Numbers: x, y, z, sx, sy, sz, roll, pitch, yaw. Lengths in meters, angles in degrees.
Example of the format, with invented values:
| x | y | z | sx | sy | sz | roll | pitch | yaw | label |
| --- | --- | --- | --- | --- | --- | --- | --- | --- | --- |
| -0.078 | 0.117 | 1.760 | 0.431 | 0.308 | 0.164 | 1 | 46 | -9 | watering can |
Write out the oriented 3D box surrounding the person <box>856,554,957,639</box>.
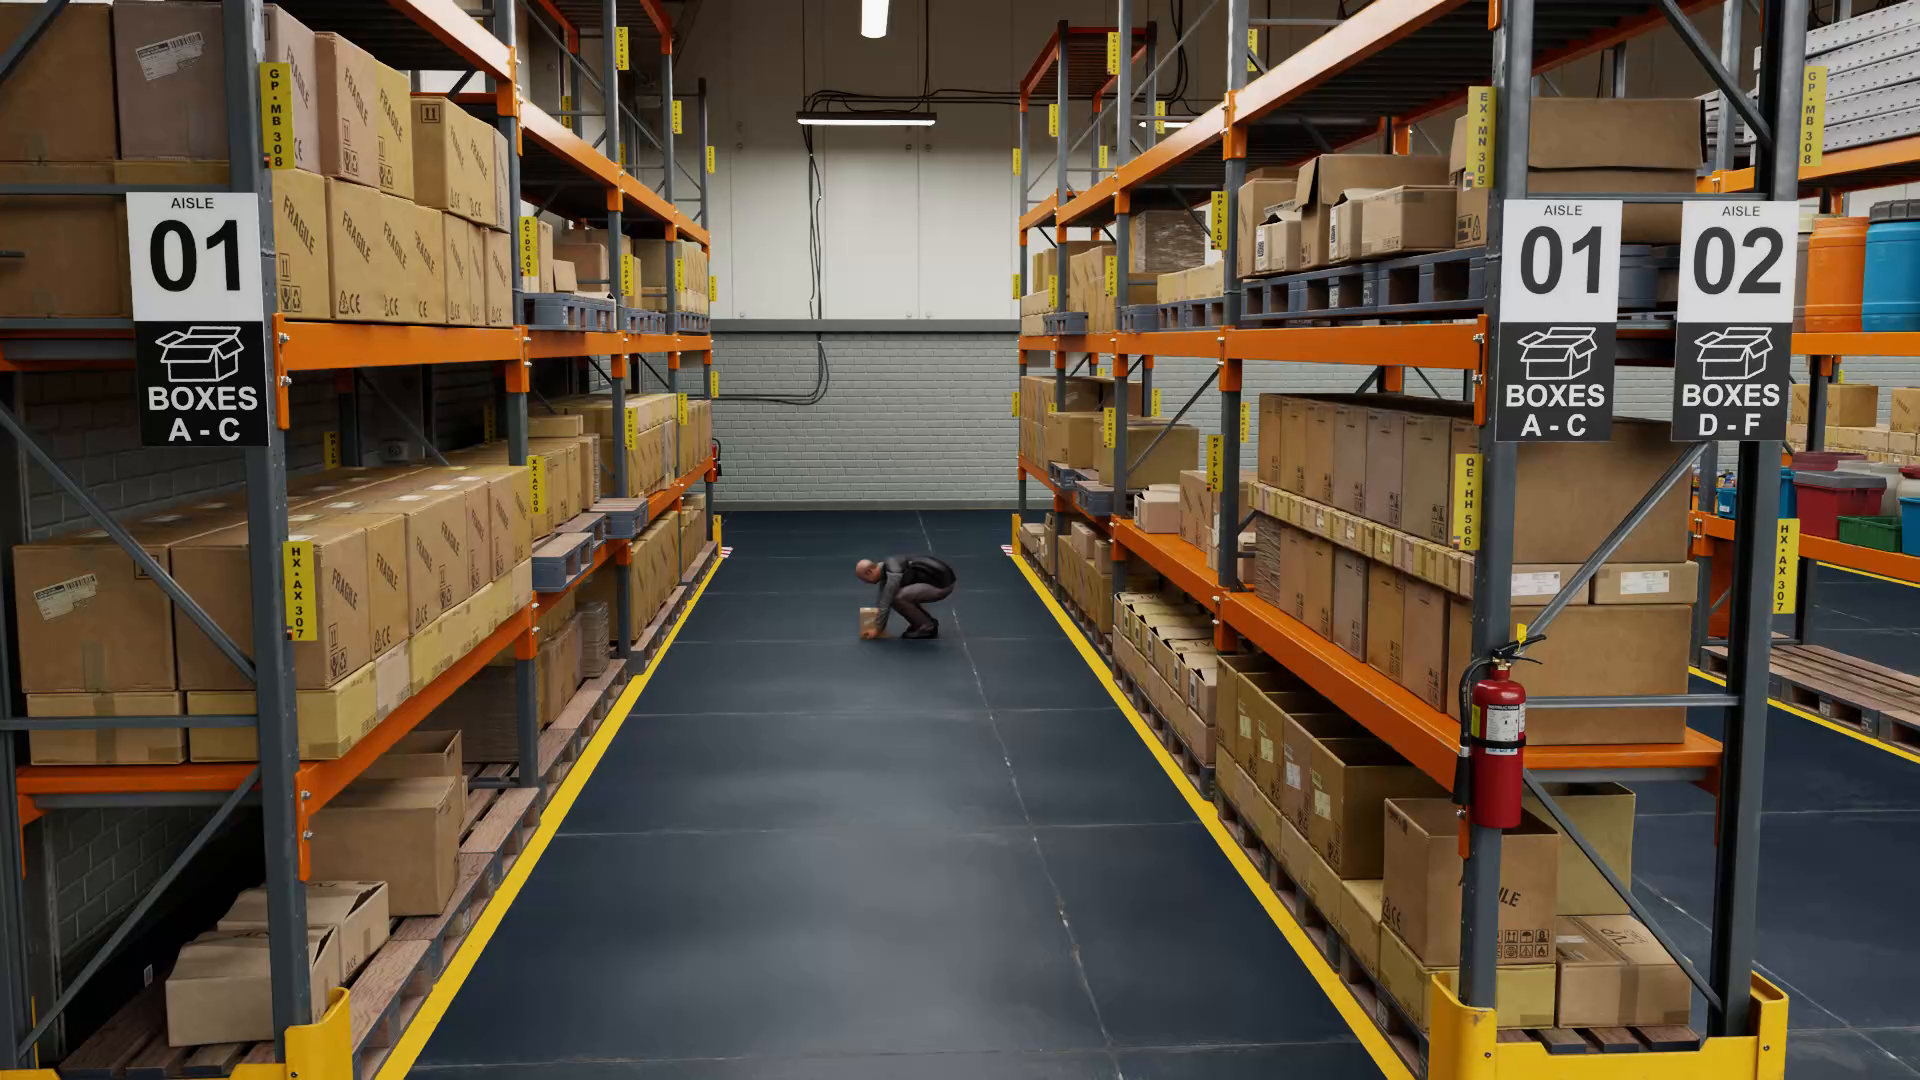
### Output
| x | y | z | sx | sy | sz | roll | pitch | yaw | label |
| --- | --- | --- | --- | --- | --- | --- | --- | --- | --- |
| -0.504 | 0.524 | 15.537 | 0.938 | 0.791 | 0.505 | -1 | 7 | -5 | person |
